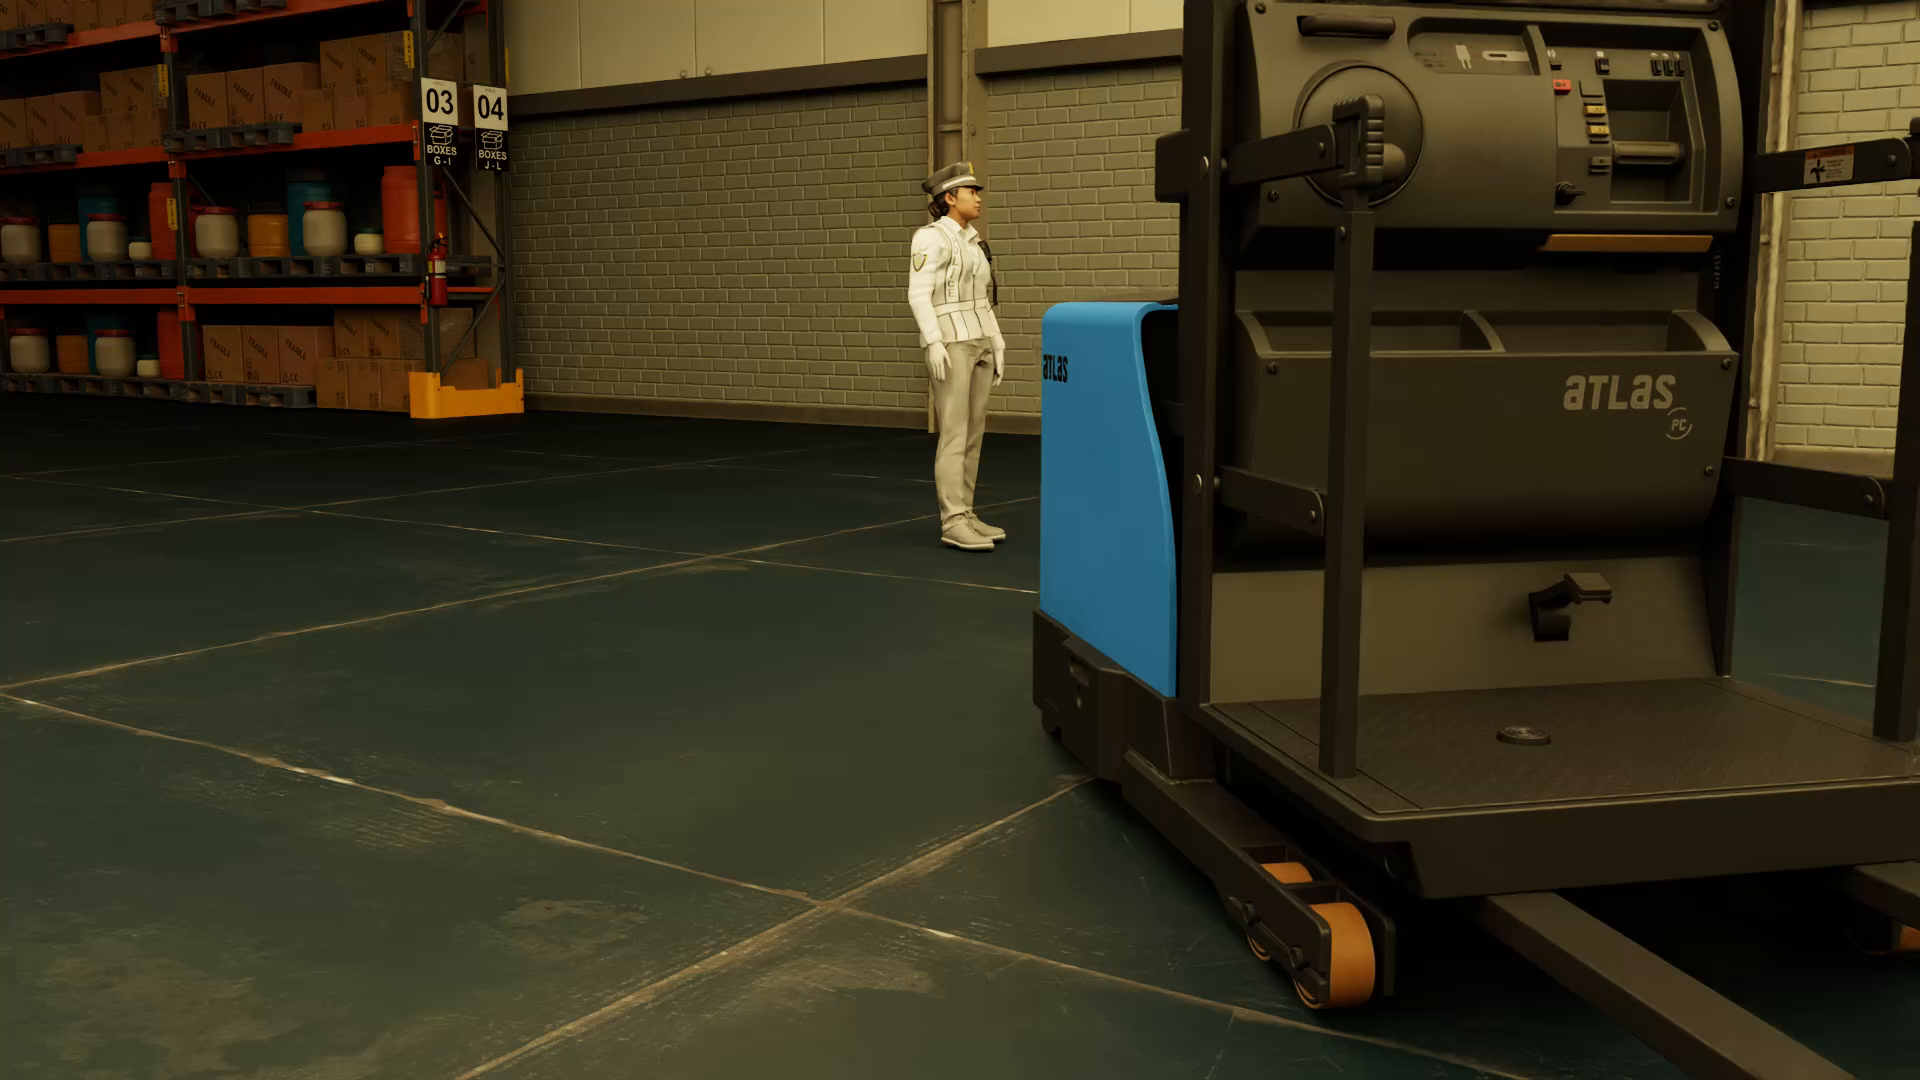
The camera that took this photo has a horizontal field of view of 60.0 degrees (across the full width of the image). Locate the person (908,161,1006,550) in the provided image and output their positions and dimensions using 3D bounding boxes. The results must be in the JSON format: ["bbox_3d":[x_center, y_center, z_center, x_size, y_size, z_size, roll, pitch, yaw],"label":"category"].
[{"bbox_3d":[0.053,-0.840,7.439,0.530,1.694,0.587,5,10,34],"label":"person"}]

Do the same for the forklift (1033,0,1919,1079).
[{"bbox_3d":[0.999,-0.788,2.736,1.130,2.935,3.031,-2,8,-12],"label":"forklift"}]
